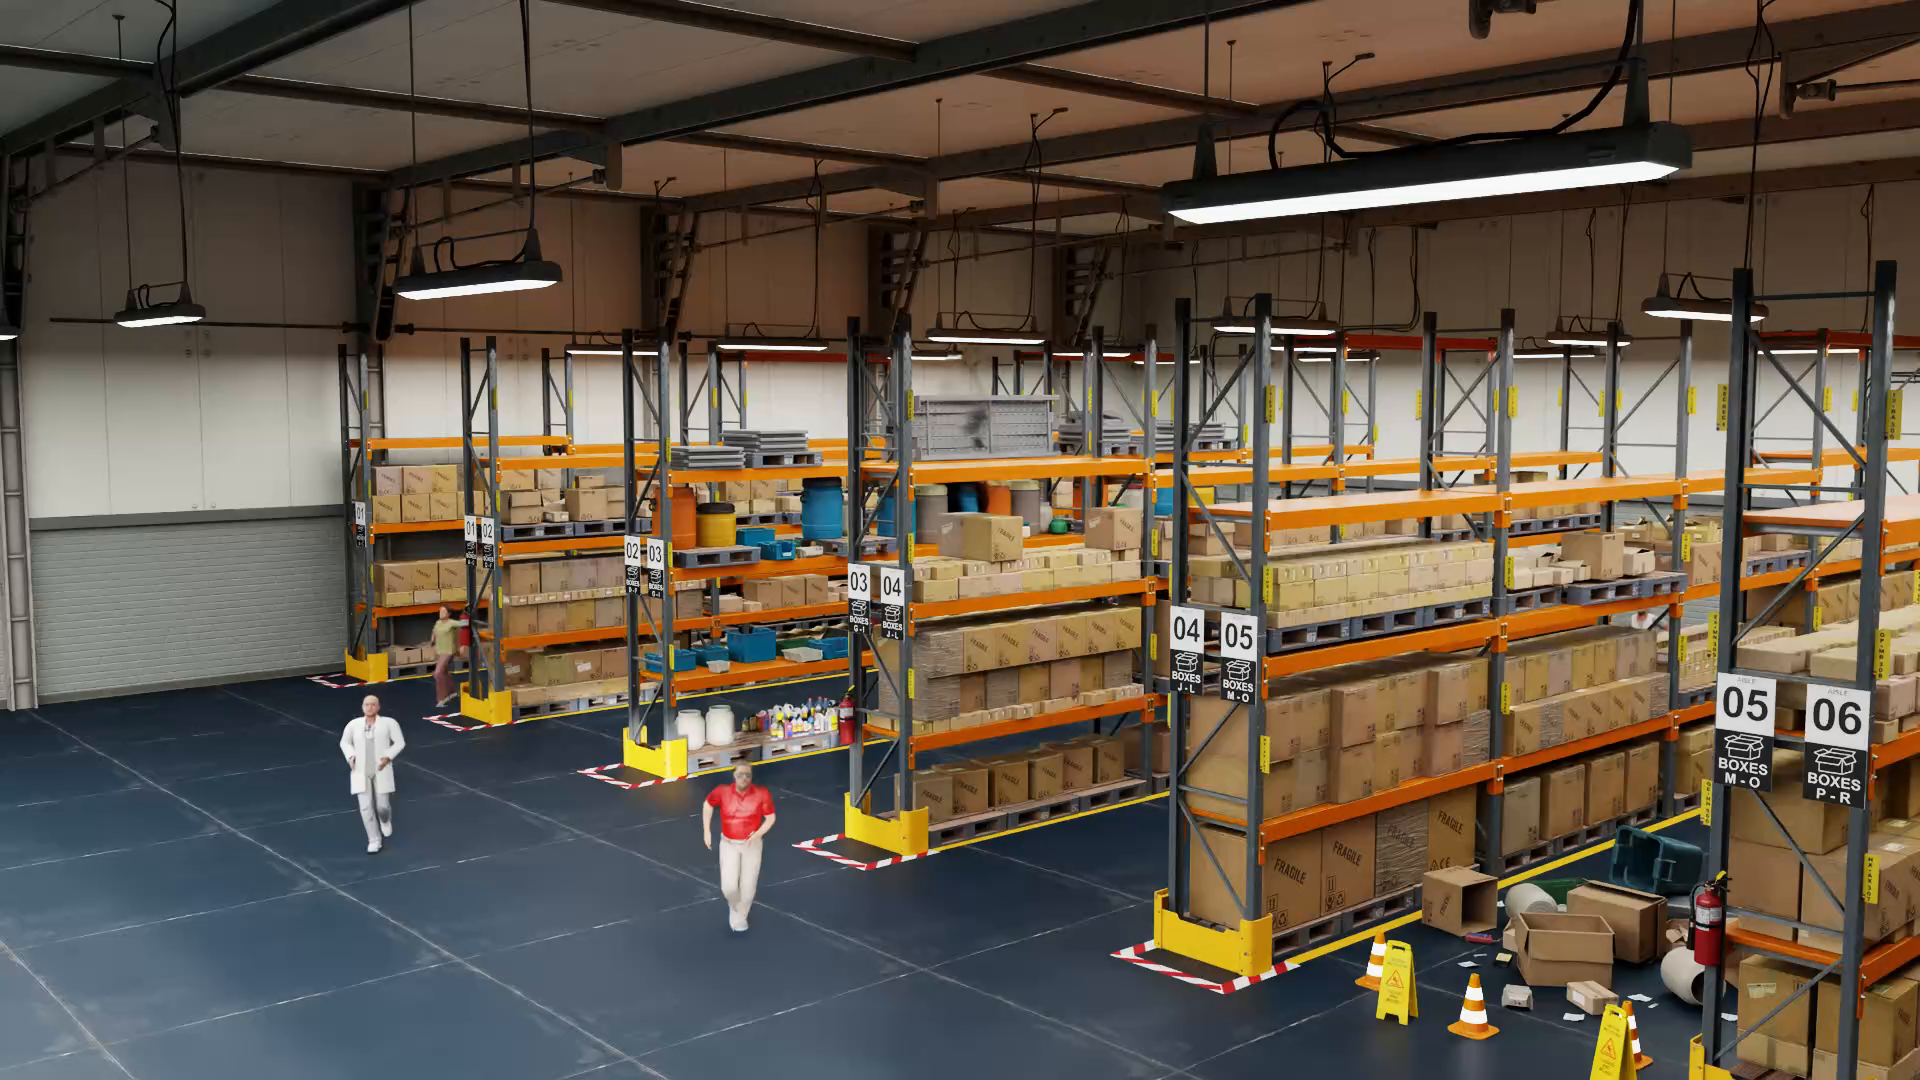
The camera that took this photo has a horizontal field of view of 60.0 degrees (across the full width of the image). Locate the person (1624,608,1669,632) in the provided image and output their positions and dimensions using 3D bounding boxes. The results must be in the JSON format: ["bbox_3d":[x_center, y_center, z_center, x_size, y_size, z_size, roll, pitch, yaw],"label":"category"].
[{"bbox_3d":[11.166,1.847,27.220,0.680,1.804,0.677,-5,7,-43],"label":"person"}]

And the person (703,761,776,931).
[{"bbox_3d":[-2.081,2.918,15.742,0.671,1.680,0.670,-1,5,-11],"label":"person"}]

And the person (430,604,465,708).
[{"bbox_3d":[-8.416,1.906,27.339,0.622,1.737,0.645,3,6,29],"label":"person"}]

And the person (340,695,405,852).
[{"bbox_3d":[-6.638,2.617,18.789,0.705,1.734,0.754,-1,5,-12],"label":"person"}]
